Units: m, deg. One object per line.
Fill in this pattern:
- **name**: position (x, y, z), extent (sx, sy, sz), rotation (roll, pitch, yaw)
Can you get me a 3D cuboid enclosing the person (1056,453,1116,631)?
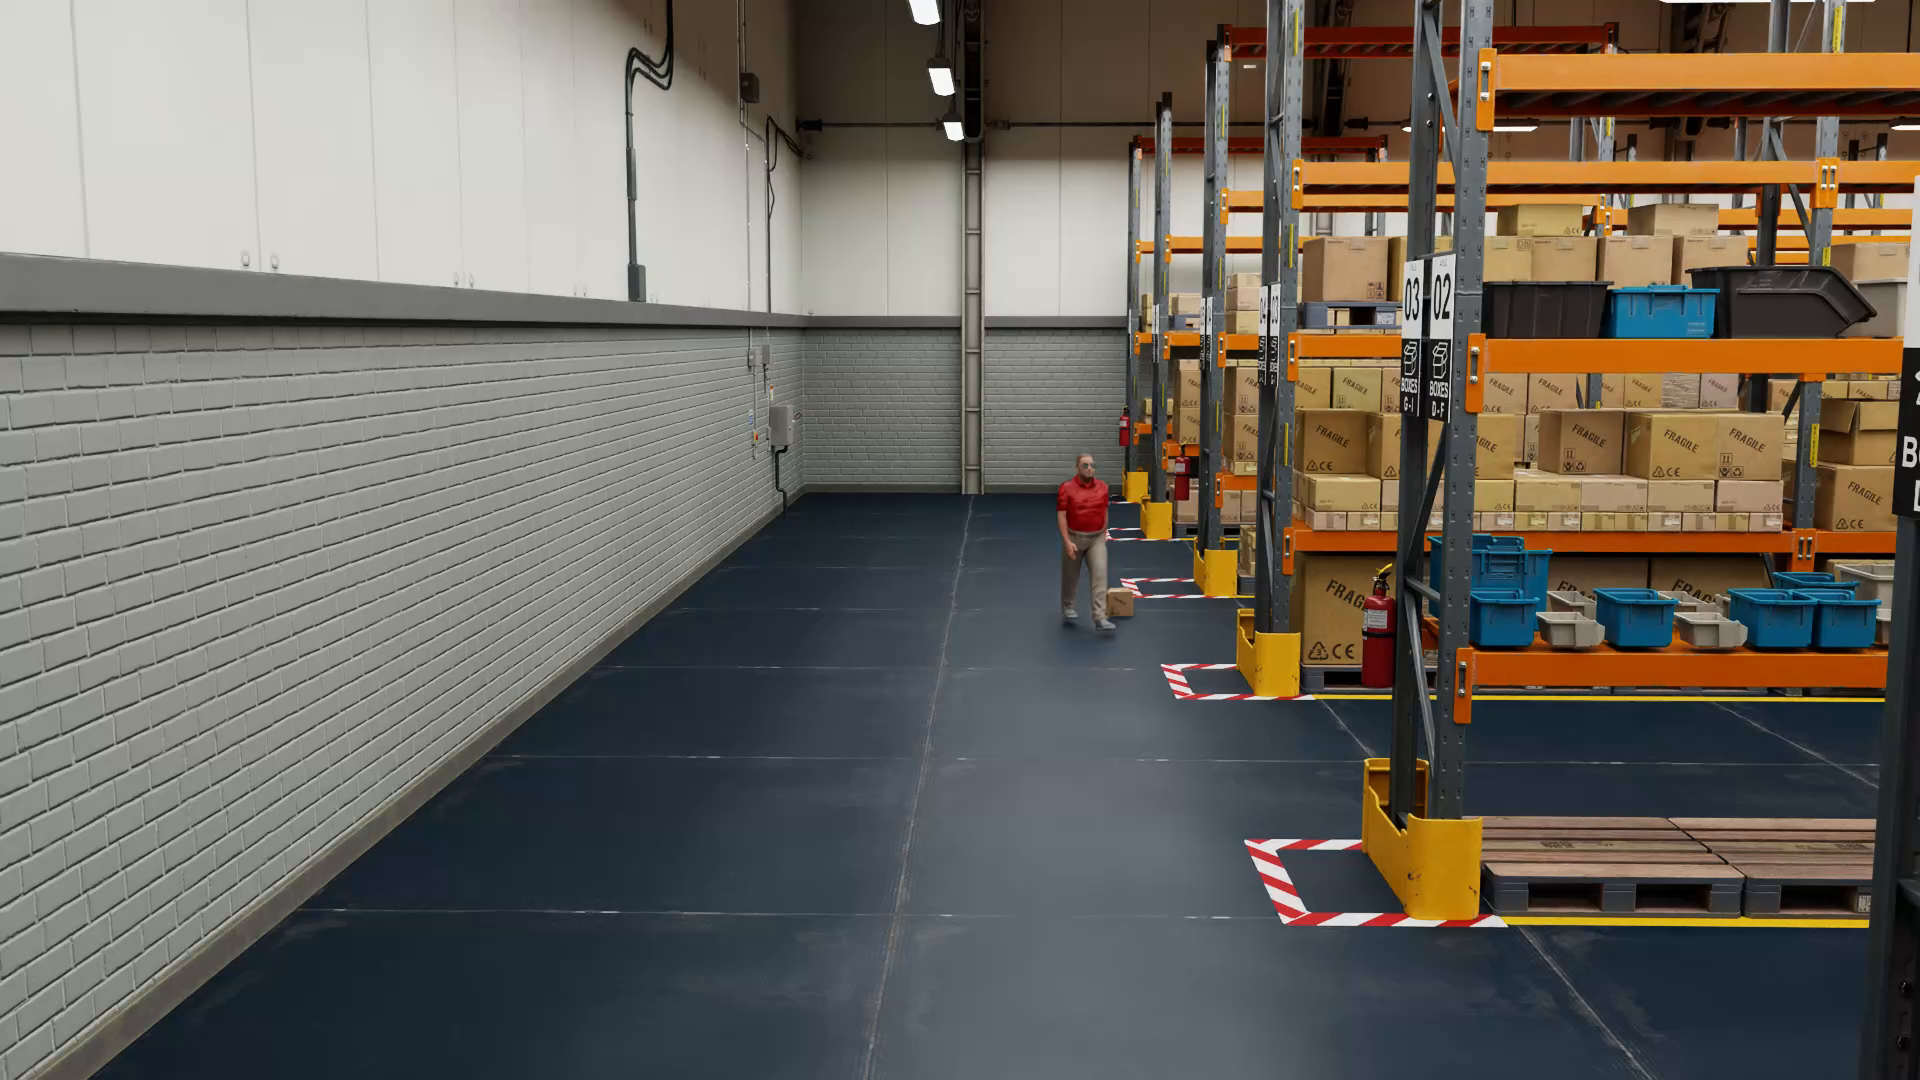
- **person**: position (1.179, 0.007, 15.809), extent (0.534, 1.659, 1.088), rotation (-1, 7, -8)
